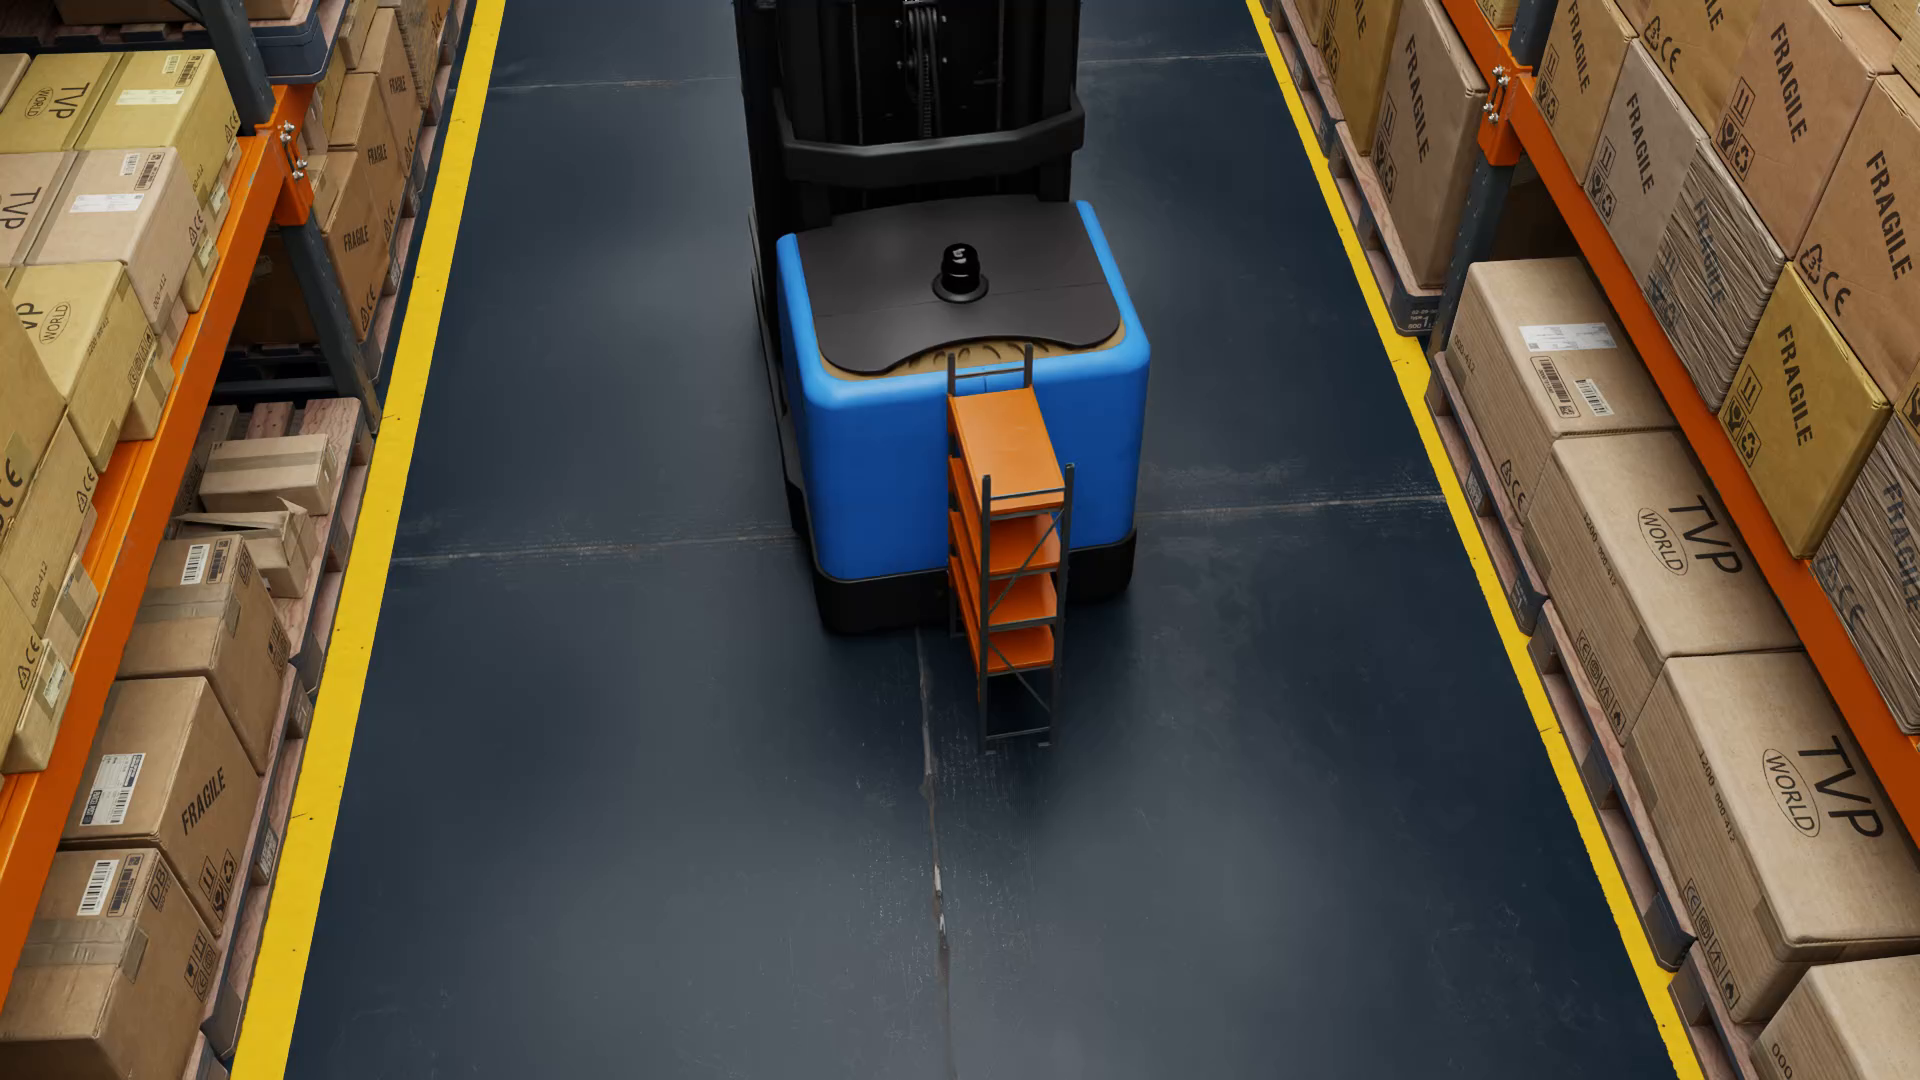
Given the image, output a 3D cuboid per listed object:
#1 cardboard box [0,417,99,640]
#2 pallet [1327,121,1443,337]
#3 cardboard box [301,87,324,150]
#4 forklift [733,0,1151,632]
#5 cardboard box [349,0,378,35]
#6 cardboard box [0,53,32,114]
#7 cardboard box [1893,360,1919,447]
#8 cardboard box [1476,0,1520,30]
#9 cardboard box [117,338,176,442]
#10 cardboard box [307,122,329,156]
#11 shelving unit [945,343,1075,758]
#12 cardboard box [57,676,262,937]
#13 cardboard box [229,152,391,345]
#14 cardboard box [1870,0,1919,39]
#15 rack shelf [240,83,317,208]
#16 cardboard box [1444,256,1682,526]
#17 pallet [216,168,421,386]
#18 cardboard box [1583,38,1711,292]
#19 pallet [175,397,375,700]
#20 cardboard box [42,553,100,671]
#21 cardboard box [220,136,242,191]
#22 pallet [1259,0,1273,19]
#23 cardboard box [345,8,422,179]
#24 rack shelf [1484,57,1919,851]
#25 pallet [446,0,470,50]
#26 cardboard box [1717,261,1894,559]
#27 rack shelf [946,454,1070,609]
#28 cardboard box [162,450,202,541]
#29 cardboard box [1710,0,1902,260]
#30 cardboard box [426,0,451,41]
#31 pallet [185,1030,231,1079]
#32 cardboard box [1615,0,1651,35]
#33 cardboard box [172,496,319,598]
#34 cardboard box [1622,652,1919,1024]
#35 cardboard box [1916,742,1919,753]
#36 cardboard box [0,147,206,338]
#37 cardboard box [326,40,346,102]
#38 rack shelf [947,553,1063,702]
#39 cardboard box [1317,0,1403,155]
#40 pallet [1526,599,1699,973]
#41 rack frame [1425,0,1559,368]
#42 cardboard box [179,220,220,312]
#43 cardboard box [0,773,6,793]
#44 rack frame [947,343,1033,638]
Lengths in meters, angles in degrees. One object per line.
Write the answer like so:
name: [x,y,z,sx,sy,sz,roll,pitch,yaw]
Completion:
cardboard box: [-2.231,-0.029,3.610,0.500,0.250,0.500,-5,47,-4]
pallet: [2.162,-1.327,6.862,1.003,0.211,1.213,-3,47,-3]
cardboard box: [-2.479,-1.499,5.884,0.380,0.149,0.250,-6,47,-5]
forklift: [-0.208,-1.798,5.434,1.130,2.935,3.031,-8,47,-7]
cardboard box: [-2.581,-2.152,6.708,0.380,0.149,0.250,-2,47,-2]
cardboard box: [-2.872,-1.104,4.628,0.500,0.250,0.500,-4,47,-4]
cardboard box: [2.248,-0.285,3.197,0.500,0.500,0.500,-4,47,-4]
cardboard box: [2.013,-1.990,5.672,0.500,0.250,0.500,-4,47,-4]
cardboard box: [-2.232,-0.378,4.215,0.380,0.149,0.250,-4,47,-4]
cardboard box: [-2.510,-1.407,6.002,0.380,0.149,0.250,-5,47,-4]
shelving unit: [0.130,0.061,4.865,0.258,1.200,0.503,-8,47,-7]
cardboard box: [-2.244,0.724,4.431,0.500,0.500,0.500,-3,47,-3]
cardboard box: [-2.461,-1.076,6.136,0.500,0.500,0.500,-2,47,-2]
cardboard box: [2.226,-1.168,3.586,0.380,0.149,0.250,-4,47,-3]
rack shelf: [-2.812,-2.628,6.668,1.077,0.370,4.000,-3,47,-3]
cardboard box: [2.247,-0.535,5.666,0.875,0.438,0.875,-4,47,-4]
pallet: [-2.750,-1.055,6.604,1.003,0.211,1.213,-3,47,-3]
cardboard box: [2.118,-1.047,4.607,0.500,0.500,0.500,-3,47,-3]
pallet: [-2.588,0.028,5.578,1.003,0.211,1.213,-3,47,-3]
cardboard box: [-2.164,0.174,3.693,0.380,0.149,0.250,-3,47,-2]
cardboard box: [-2.366,-1.126,4.924,0.380,0.149,0.250,-3,47,-3]
pallet: [1.958,-3.093,8.533,1.003,0.211,1.213,-3,47,-3]
cardboard box: [-2.553,-1.822,6.842,0.500,0.500,0.500,-5,47,-4]
rack shelf: [2.469,-0.038,4.215,1.077,0.370,4.000,-3,47,-3]
pallet: [-2.955,-2.821,8.276,1.003,0.211,1.213,-3,47,-3]
cardboard box: [2.196,-0.314,3.913,0.500,0.500,0.500,-2,47,-2]
rack shelf: [0.130,-0.046,4.752,0.258,0.148,0.480,-8,47,-7]
cardboard box: [-2.825,-0.155,5.394,0.500,0.311,0.500,-2,47,-2]
cardboard box: [2.168,-1.014,3.887,0.500,0.500,0.500,-3,47,-3]
cardboard box: [-2.652,-2.573,7.553,0.500,0.500,0.500,-2,47,-2]
pallet: [-2.384,1.793,3.906,1.003,0.211,1.213,-3,47,-3]
cardboard box: [2.100,-1.751,4.585,0.500,0.500,0.500,-3,47,-3]
cardboard box: [-2.275,0.011,5.267,0.396,0.266,0.258,-2,47,-2]
cardboard box: [2.396,0.765,4.435,0.875,0.438,0.875,-2,47,-2]
cardboard box: [2.305,0.430,3.208,0.500,0.500,0.500,-4,47,-4]
cardboard box: [-2.302,-0.763,4.306,0.500,0.250,0.500,-3,47,-3]
cardboard box: [-2.579,-1.790,6.365,0.380,0.149,0.250,-4,47,-4]
rack shelf: [0.130,0.244,5.058,0.258,0.148,0.480,-8,47,-7]
cardboard box: [2.086,-2.243,6.982,0.875,0.875,0.875,-2,47,-2]
pallet: [2.392,0.666,4.974,1.003,0.211,1.213,-3,47,-3]
rack frame: [2.301,-1.732,5.325,1.000,3.000,0.127,-3,47,-3]
cardboard box: [-2.277,-0.753,4.570,0.380,0.149,0.250,-2,47,-2]
cardboard box: [-2.176,0.550,3.336,0.380,0.149,0.250,-3,47,-3]
rack frame: [0.084,-0.113,5.030,0.240,1.200,0.015,-8,47,-7]
